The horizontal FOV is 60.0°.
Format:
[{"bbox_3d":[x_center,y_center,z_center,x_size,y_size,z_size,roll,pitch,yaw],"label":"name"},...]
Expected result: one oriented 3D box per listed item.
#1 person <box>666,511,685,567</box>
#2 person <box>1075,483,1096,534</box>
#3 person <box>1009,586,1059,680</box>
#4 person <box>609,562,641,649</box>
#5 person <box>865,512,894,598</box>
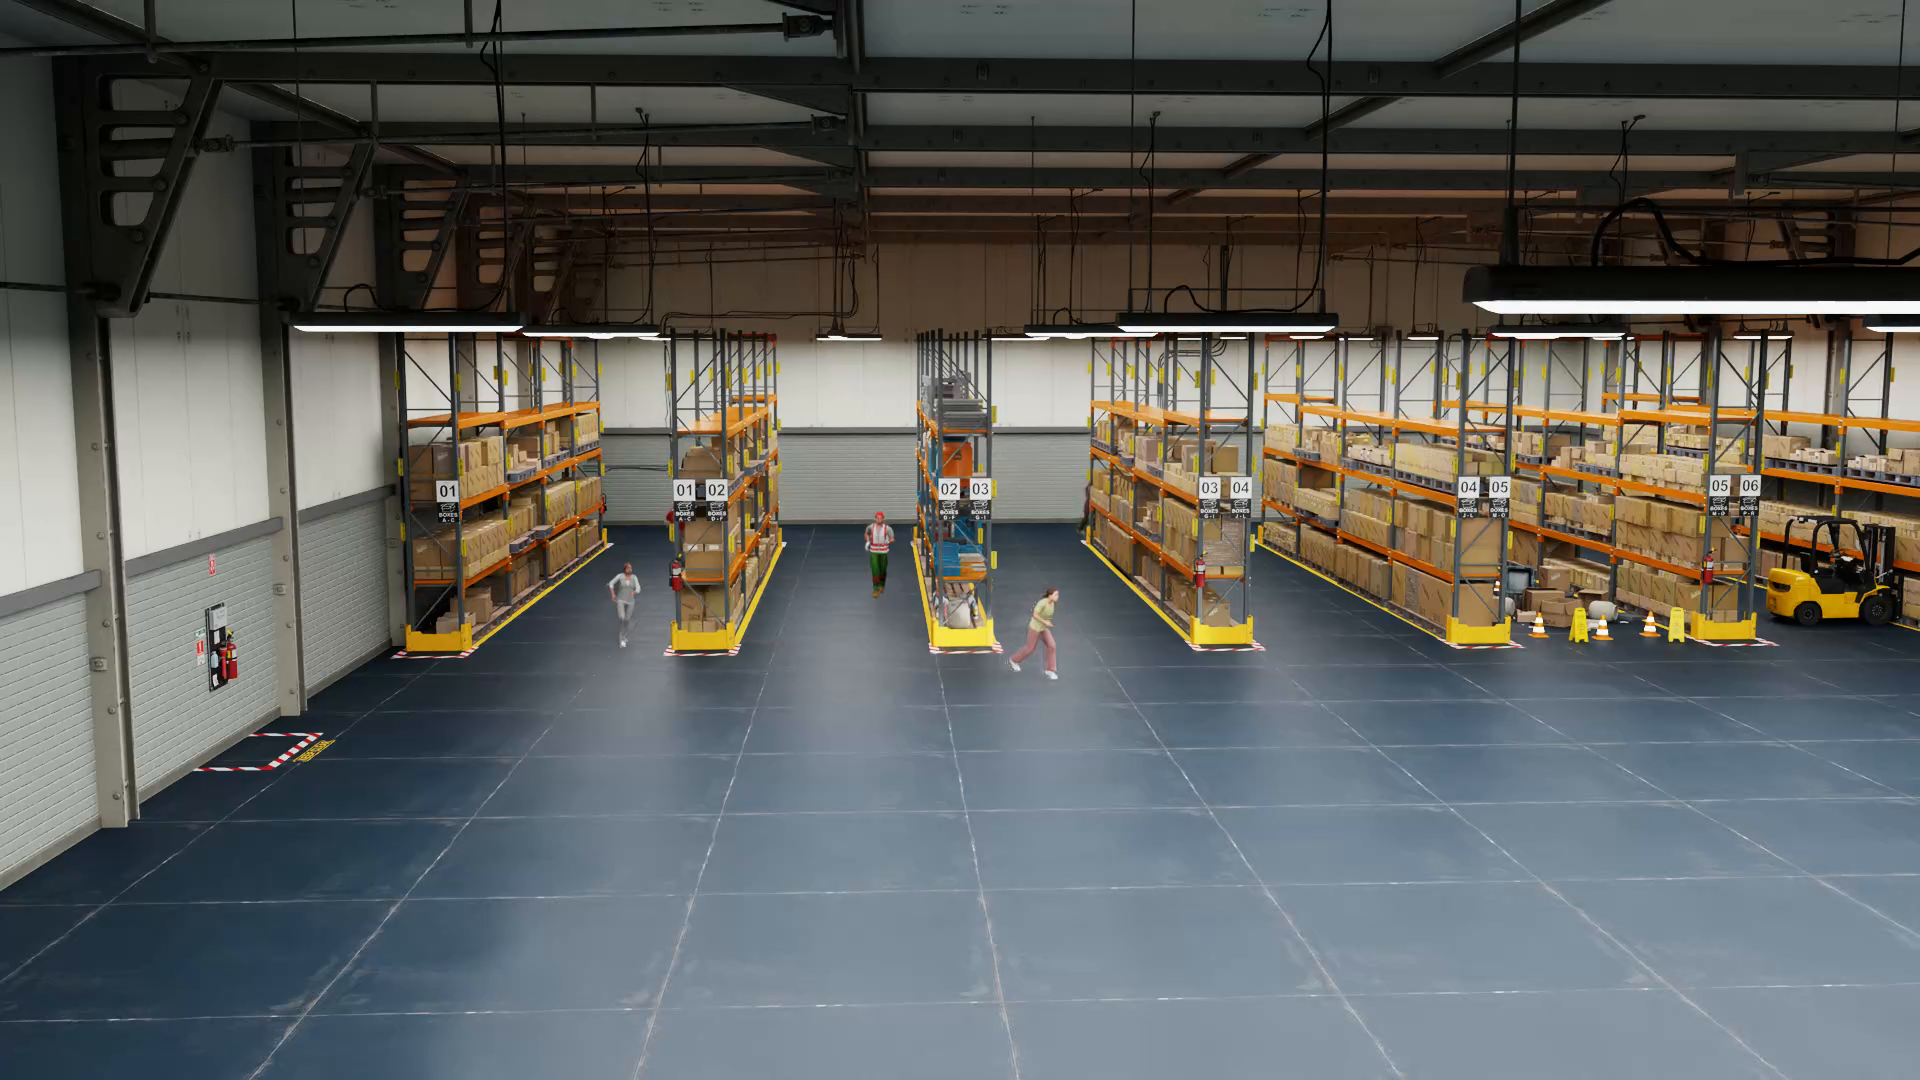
[{"bbox_3d":[-7.263,-0.160,43.069,0.638,1.675,0.824,0,7,0],"label":"person"},{"bbox_3d":[3.871,-0.974,49.529,0.904,1.842,0.671,3,7,24],"label":"person"},{"bbox_3d":[1.290,1.580,28.667,1.003,1.623,0.614,4,8,29],"label":"person"},{"bbox_3d":[-6.357,1.226,31.649,0.551,1.626,0.744,-3,7,-25],"label":"person"},{"bbox_3d":[-1.740,0.294,35.923,0.652,1.823,0.913,0,7,0],"label":"person"}]
